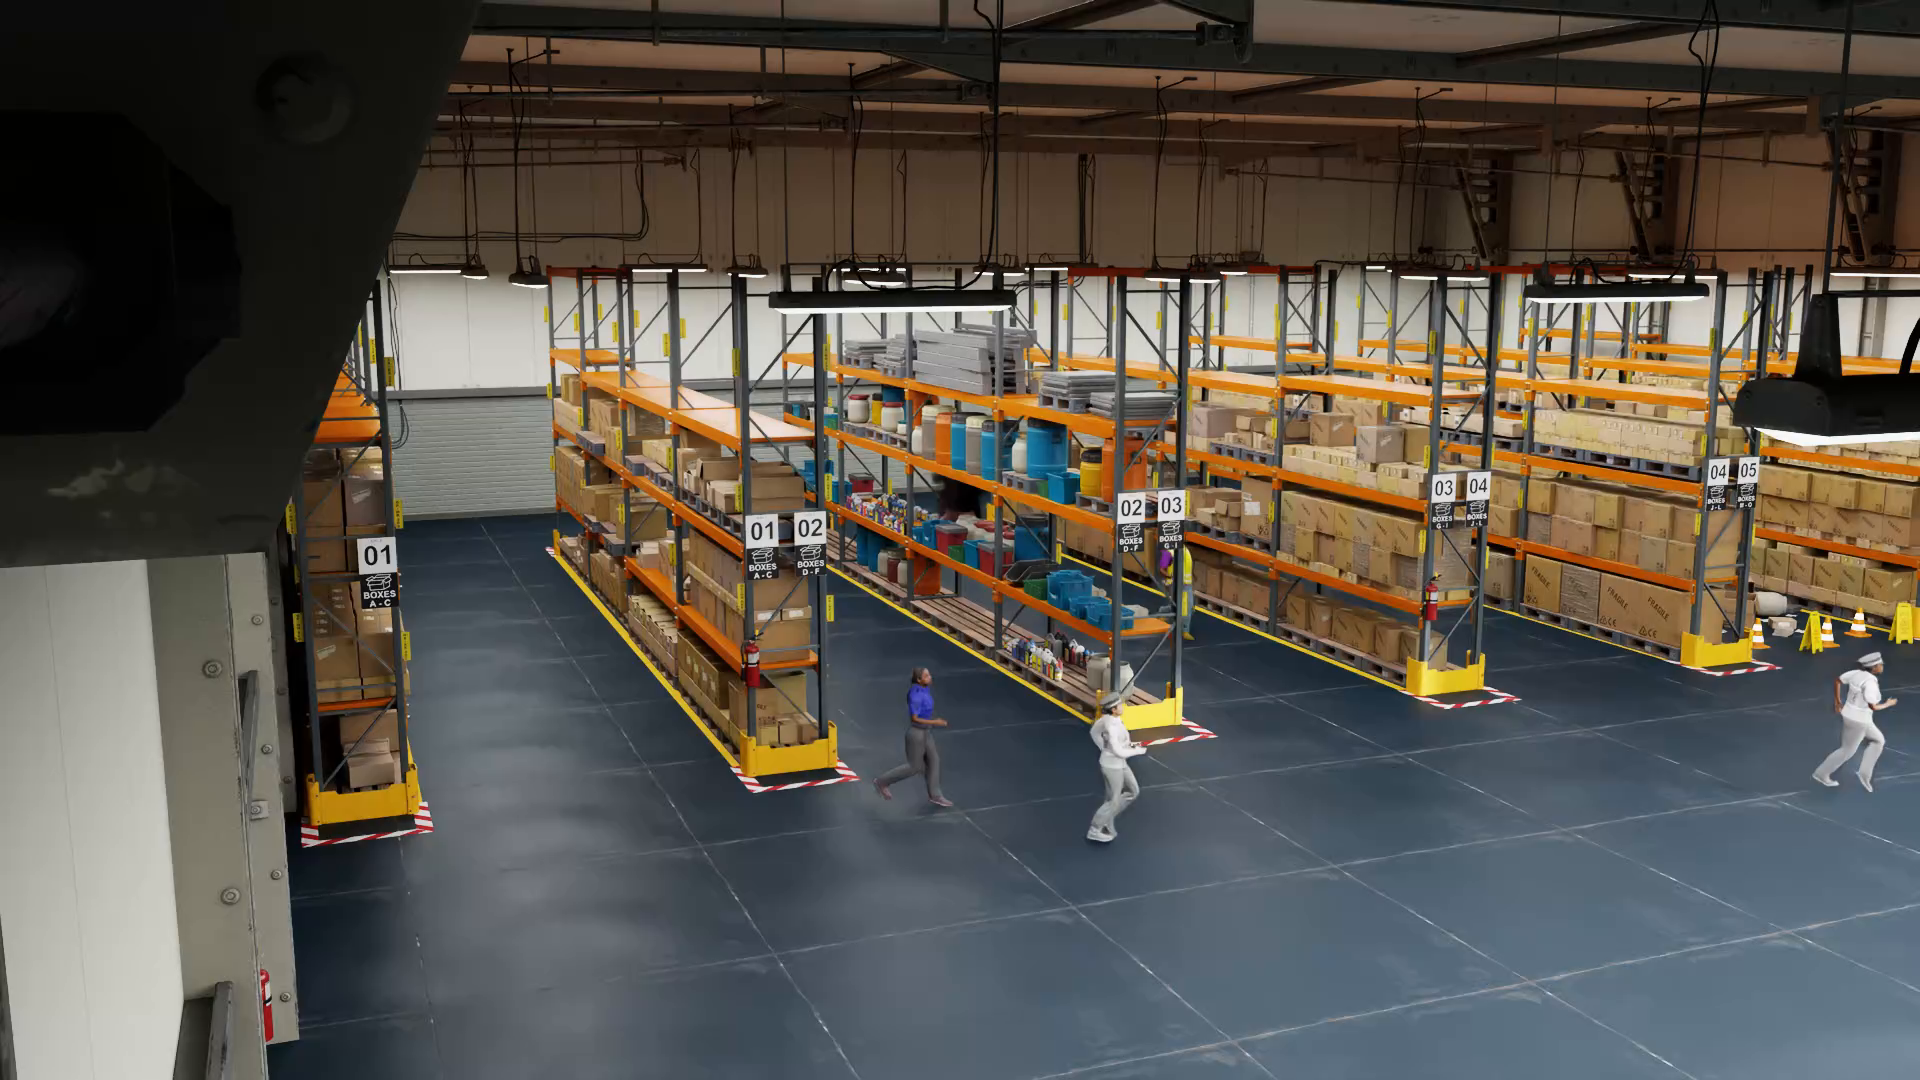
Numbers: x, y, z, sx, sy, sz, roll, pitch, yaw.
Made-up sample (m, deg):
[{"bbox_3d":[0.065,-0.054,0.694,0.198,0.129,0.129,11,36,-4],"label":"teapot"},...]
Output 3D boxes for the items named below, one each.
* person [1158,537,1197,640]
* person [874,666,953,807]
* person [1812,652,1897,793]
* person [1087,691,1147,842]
[{"bbox_3d":[3.606,0.723,27.356,0.712,1.744,0.870,-5,11,-25],"label":"person"},{"bbox_3d":[-0.524,2.250,19.064,0.900,1.662,0.588,1,10,8],"label":"person"},{"bbox_3d":[10.538,2.140,19.571,0.822,1.711,0.600,2,10,13],"label":"person"},{"bbox_3d":[1.685,2.425,17.858,0.632,1.661,0.587,0,10,2],"label":"person"}]
